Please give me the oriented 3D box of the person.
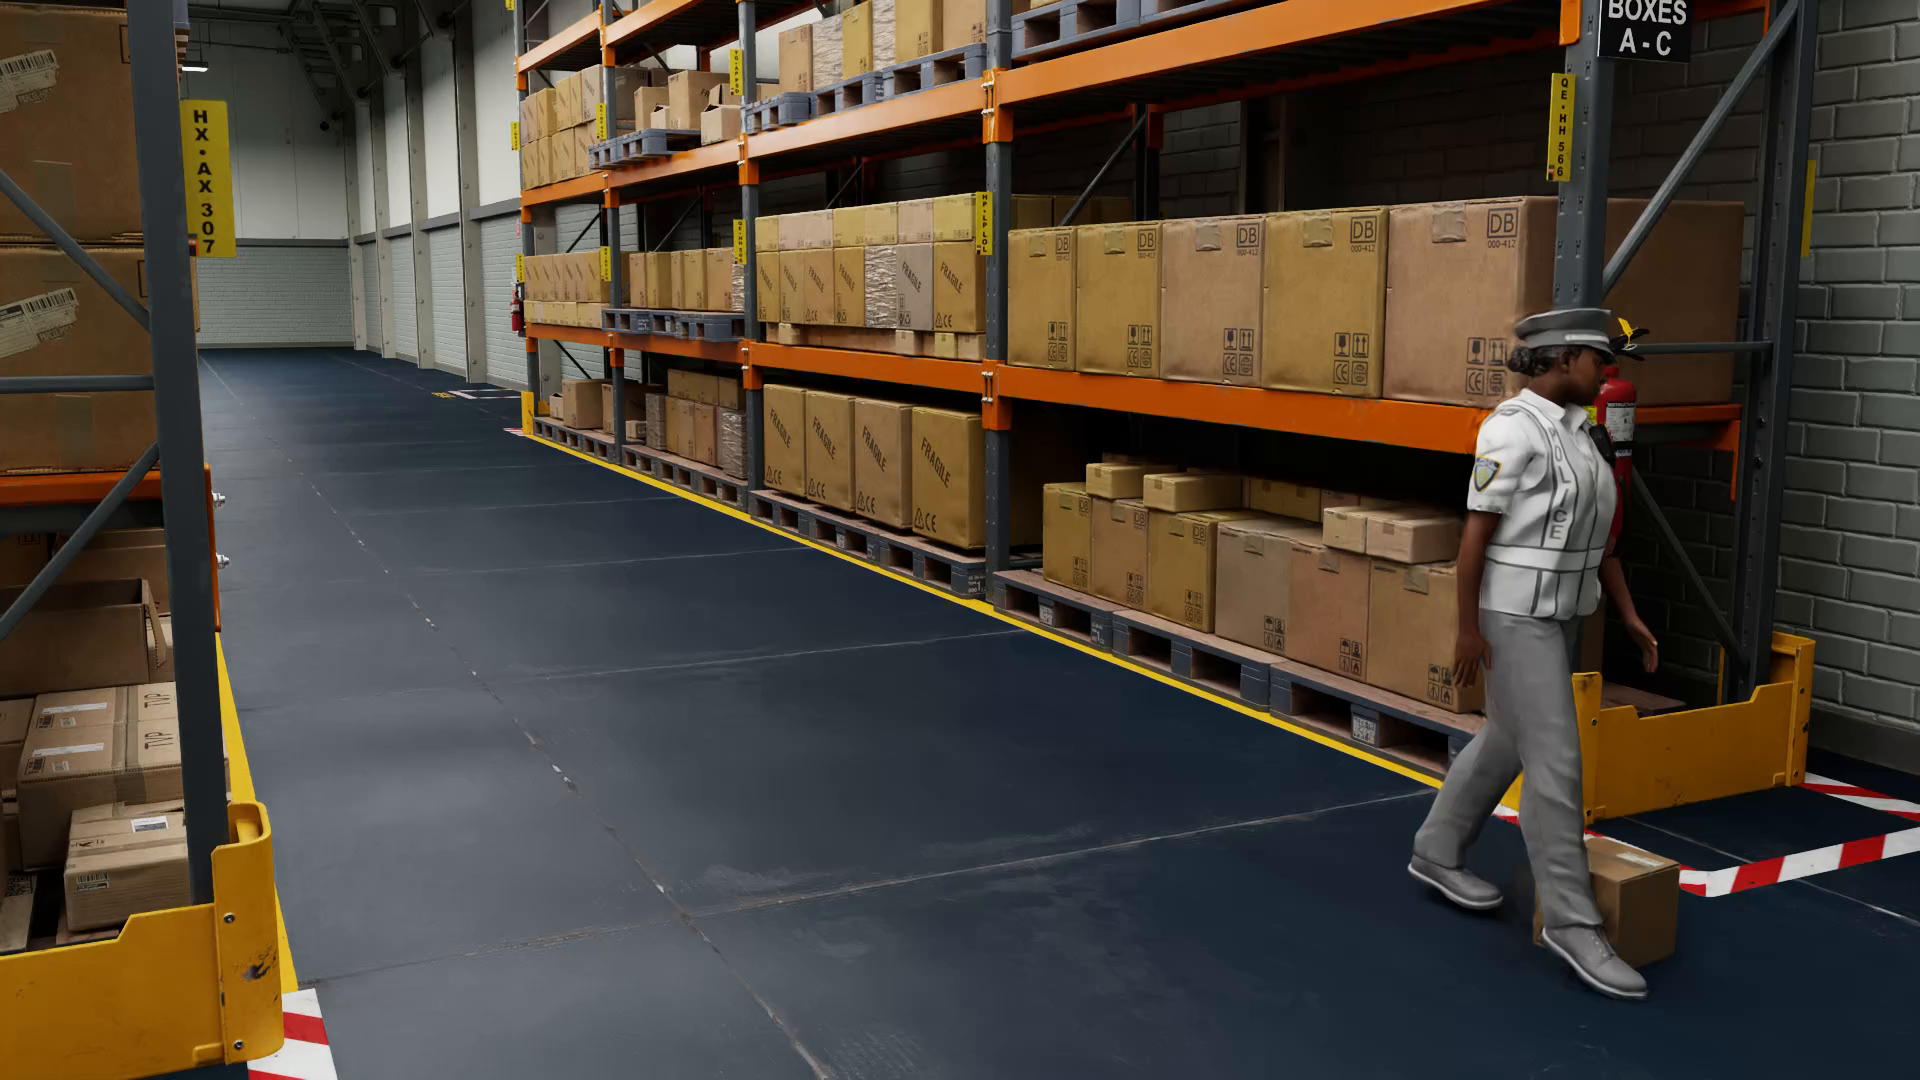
[{"bbox_3d":[1.537,0.231,4.330,0.547,1.650,0.794,-8,12,-44],"label":"person"}]
